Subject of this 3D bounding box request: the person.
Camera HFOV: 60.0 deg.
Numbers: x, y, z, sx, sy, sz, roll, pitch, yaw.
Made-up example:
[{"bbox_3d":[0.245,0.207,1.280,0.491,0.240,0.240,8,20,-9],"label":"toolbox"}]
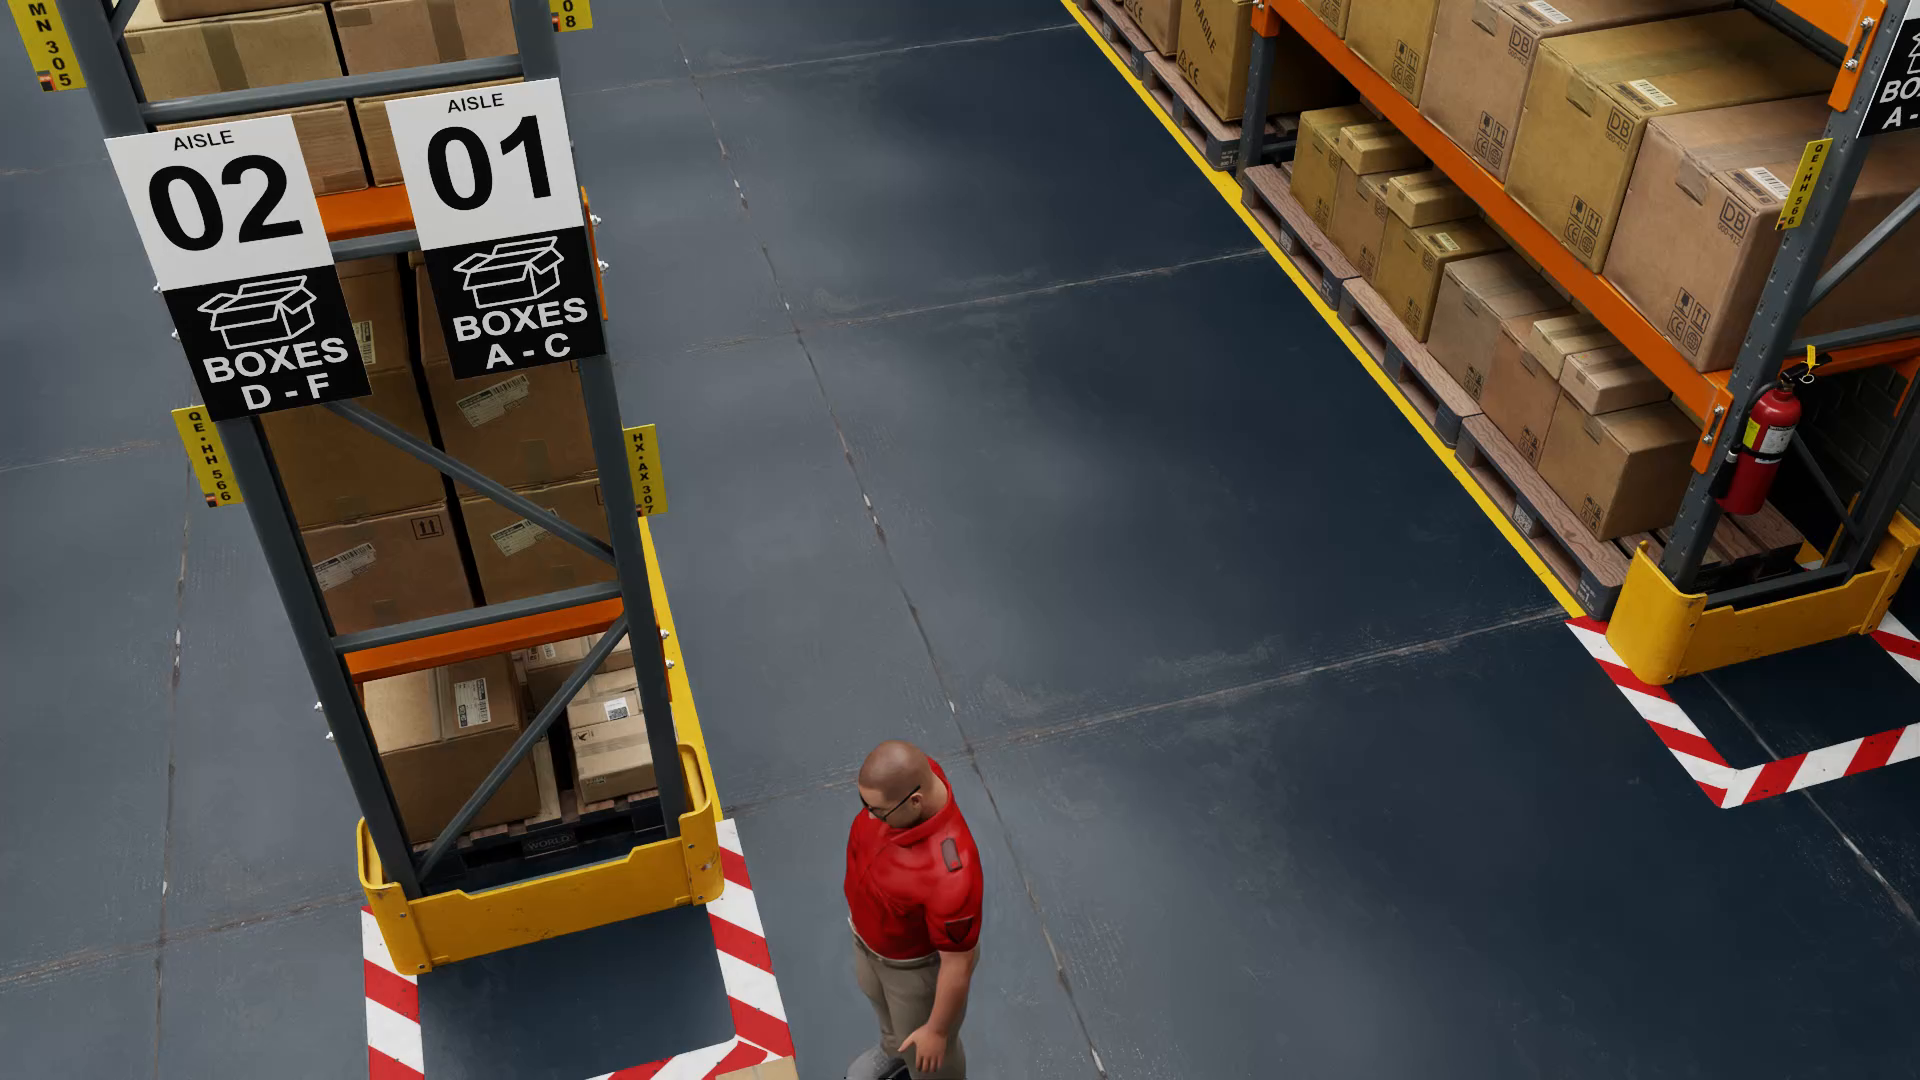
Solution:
[{"bbox_3d":[-0.148,1.213,4.834,0.395,1.773,0.662,-16,44,-17],"label":"person"}]
